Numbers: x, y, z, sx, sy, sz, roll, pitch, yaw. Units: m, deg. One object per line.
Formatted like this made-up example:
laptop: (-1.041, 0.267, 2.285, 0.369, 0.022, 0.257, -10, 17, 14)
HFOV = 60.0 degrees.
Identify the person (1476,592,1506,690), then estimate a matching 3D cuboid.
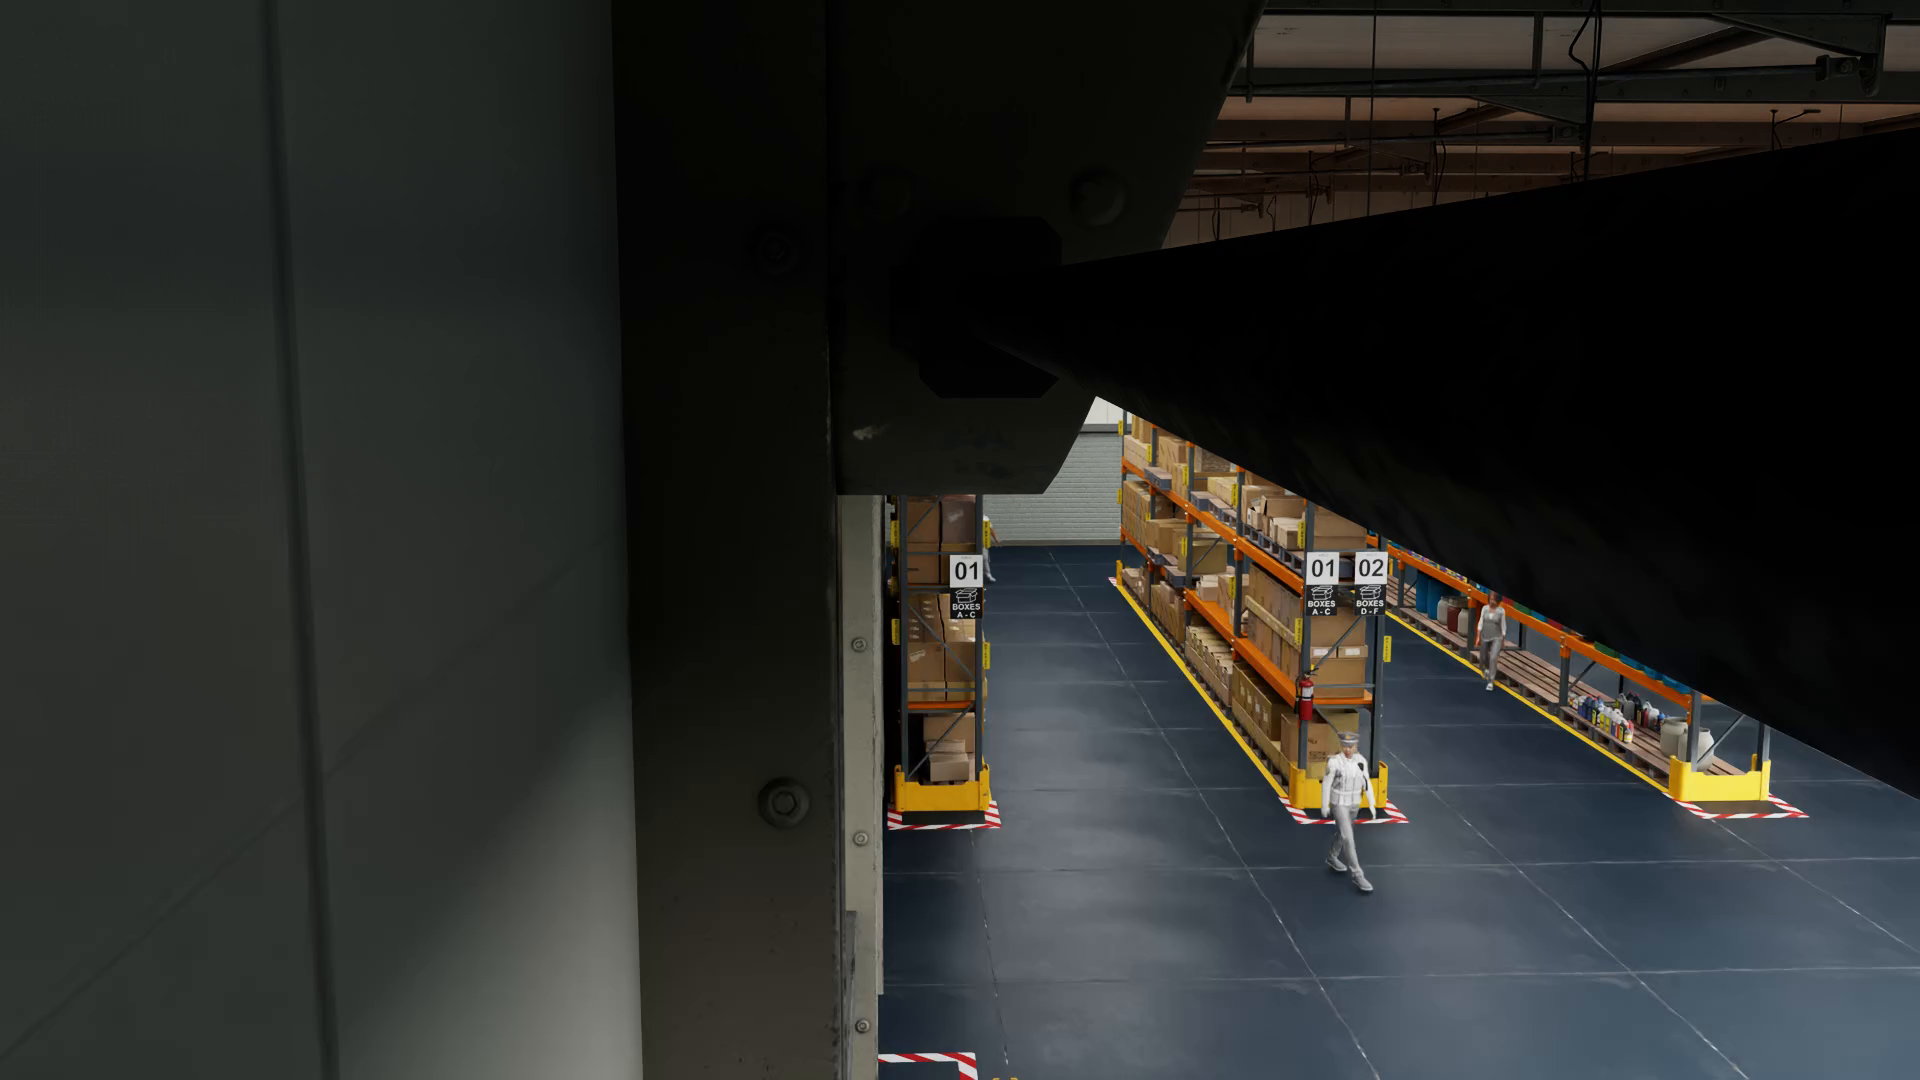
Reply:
person: (8.598, 1.589, 26.877, 0.440, 1.553, 0.877, 4, 9, 27)

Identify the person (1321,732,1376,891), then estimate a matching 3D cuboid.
person: (4.217, 2.870, 17.948, 0.514, 1.635, 0.923, -3, 9, -22)

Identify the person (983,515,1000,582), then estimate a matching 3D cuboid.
person: (0.491, 0.040, 36.853, 0.672, 1.730, 0.949, -6, 10, -36)
